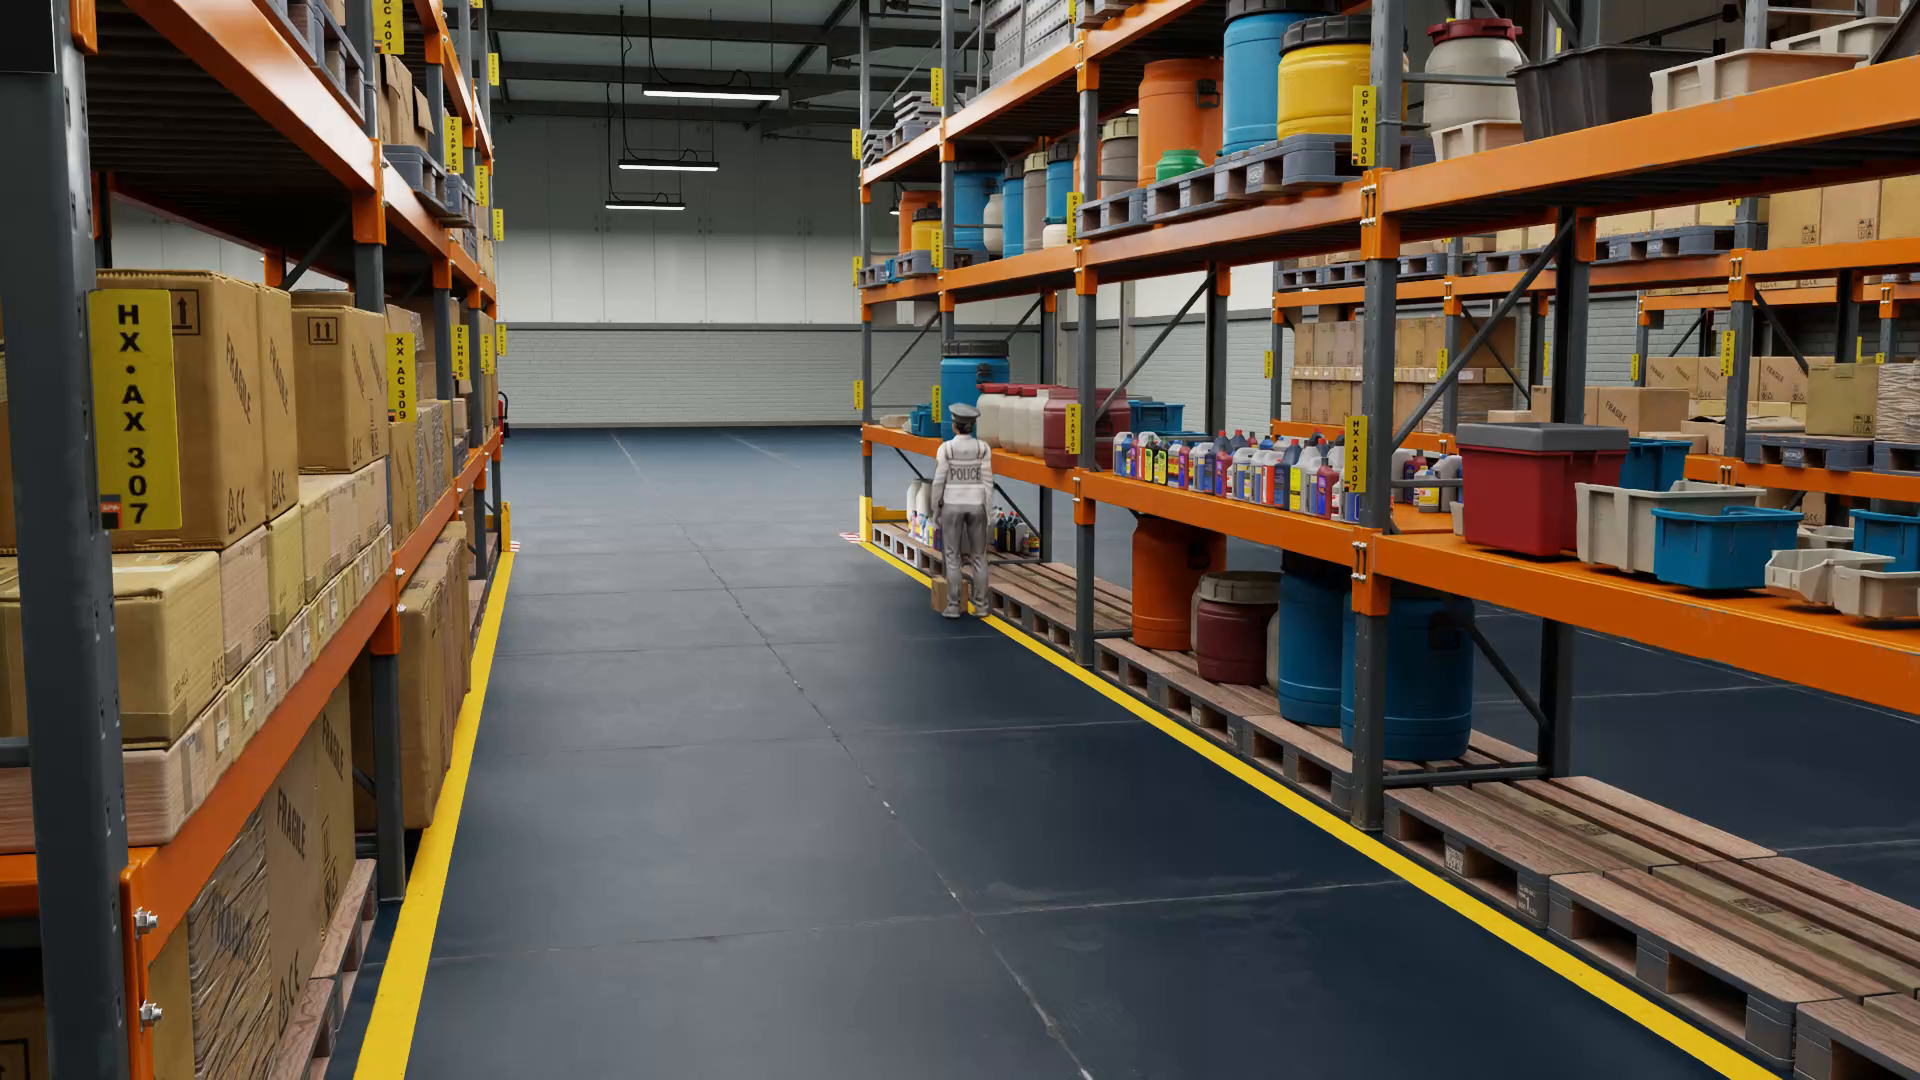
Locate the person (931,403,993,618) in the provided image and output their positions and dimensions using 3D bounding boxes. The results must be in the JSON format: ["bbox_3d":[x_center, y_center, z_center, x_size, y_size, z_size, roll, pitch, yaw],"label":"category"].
[{"bbox_3d":[0.011,-0.223,13.062,0.483,1.701,0.386,-1,6,-13],"label":"person"}]
